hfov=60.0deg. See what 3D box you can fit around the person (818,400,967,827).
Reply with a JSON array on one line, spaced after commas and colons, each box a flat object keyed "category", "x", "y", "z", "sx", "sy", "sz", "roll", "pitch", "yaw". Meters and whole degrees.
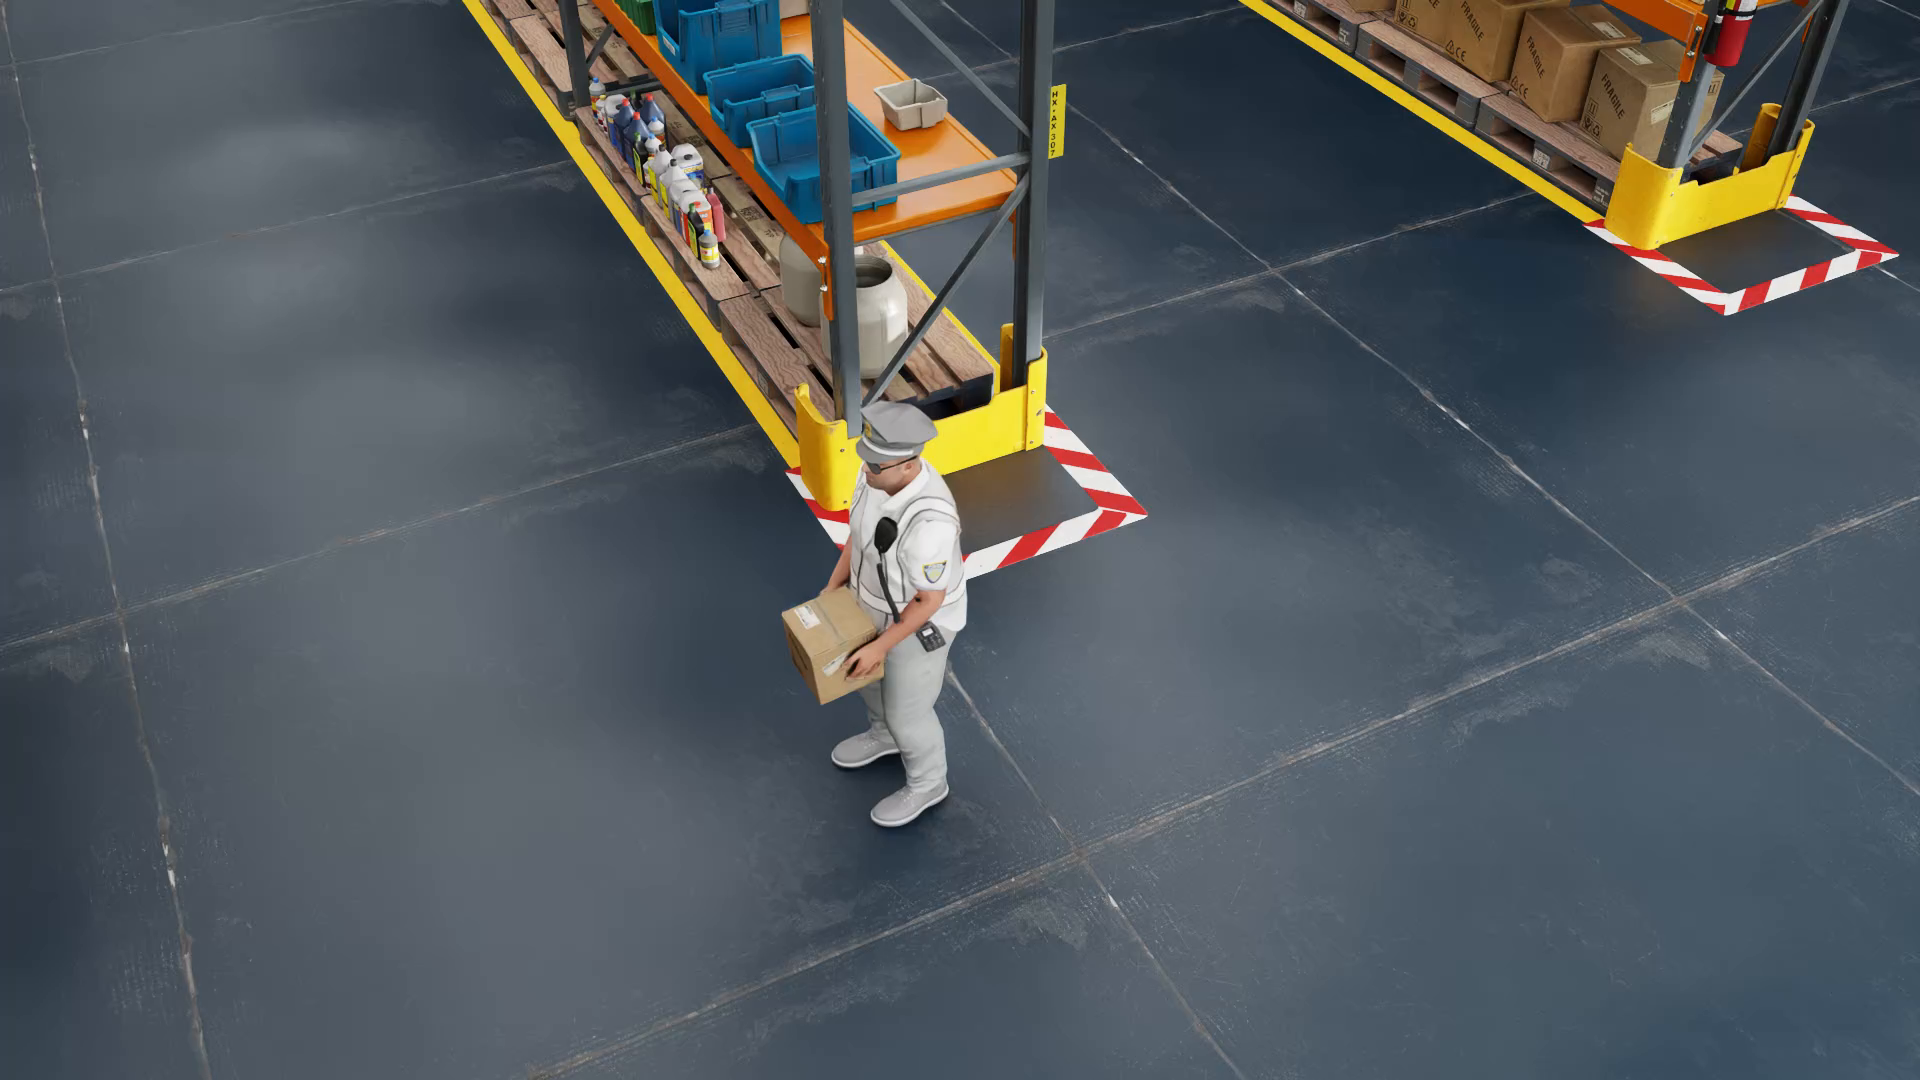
[{"category": "person", "x": -0.242, "y": 0.266, "z": 5.832, "sx": 0.491, "sy": 1.766, "sz": 0.533, "roll": -19, "pitch": 45, "yaw": -21}]
